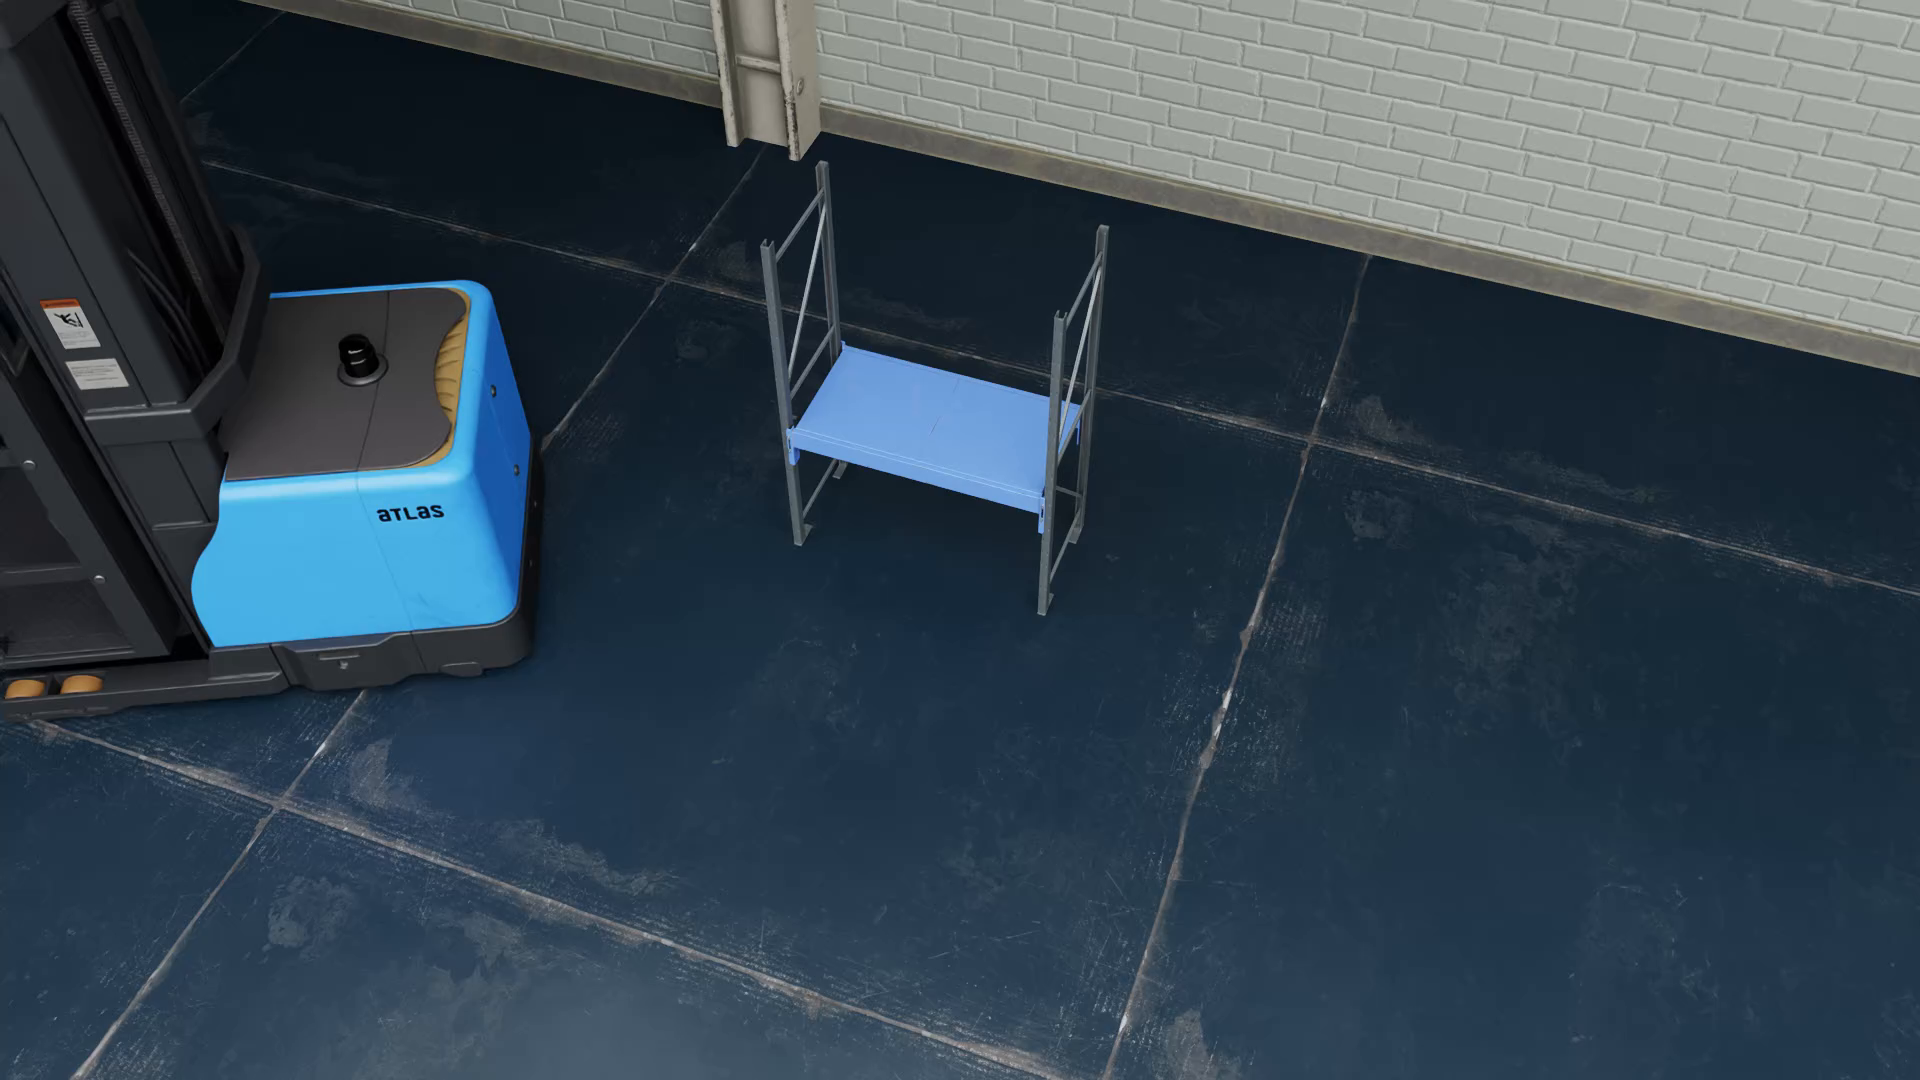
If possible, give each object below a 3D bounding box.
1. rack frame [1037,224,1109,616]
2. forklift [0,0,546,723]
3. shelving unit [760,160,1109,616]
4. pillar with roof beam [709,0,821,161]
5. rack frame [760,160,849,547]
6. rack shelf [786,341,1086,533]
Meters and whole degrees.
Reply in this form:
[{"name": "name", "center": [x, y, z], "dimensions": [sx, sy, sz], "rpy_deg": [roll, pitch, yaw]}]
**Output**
[{"name": "rack frame", "center": [0.397, -0.380, 5.954], "dimensions": [0.032, 1.500, 0.500], "rpy_deg": [16, 51, 13]}, {"name": "forklift", "center": [-3.140, -0.724, 5.305], "dimensions": [3.031, 2.935, 1.130], "rpy_deg": [-5, 49, -4]}, {"name": "shelving unit", "center": [-0.080, -0.514, 6.069], "dimensions": [1.048, 1.500, 0.538], "rpy_deg": [16, 51, 13]}, {"name": "pillar with roof beam", "center": [-2.423, -1.934, 2.337], "dimensions": [0.400, 9.000, 9.100], "rpy_deg": [16, 51, 13]}, {"name": "rack frame", "center": [-0.557, -0.647, 6.185], "dimensions": [0.032, 1.500, 0.500], "rpy_deg": [16, 51, 13]}, {"name": "rack shelf", "center": [-0.080, -0.396, 6.205], "dimensions": [1.000, 0.185, 0.538], "rpy_deg": [16, 51, 13]}]
